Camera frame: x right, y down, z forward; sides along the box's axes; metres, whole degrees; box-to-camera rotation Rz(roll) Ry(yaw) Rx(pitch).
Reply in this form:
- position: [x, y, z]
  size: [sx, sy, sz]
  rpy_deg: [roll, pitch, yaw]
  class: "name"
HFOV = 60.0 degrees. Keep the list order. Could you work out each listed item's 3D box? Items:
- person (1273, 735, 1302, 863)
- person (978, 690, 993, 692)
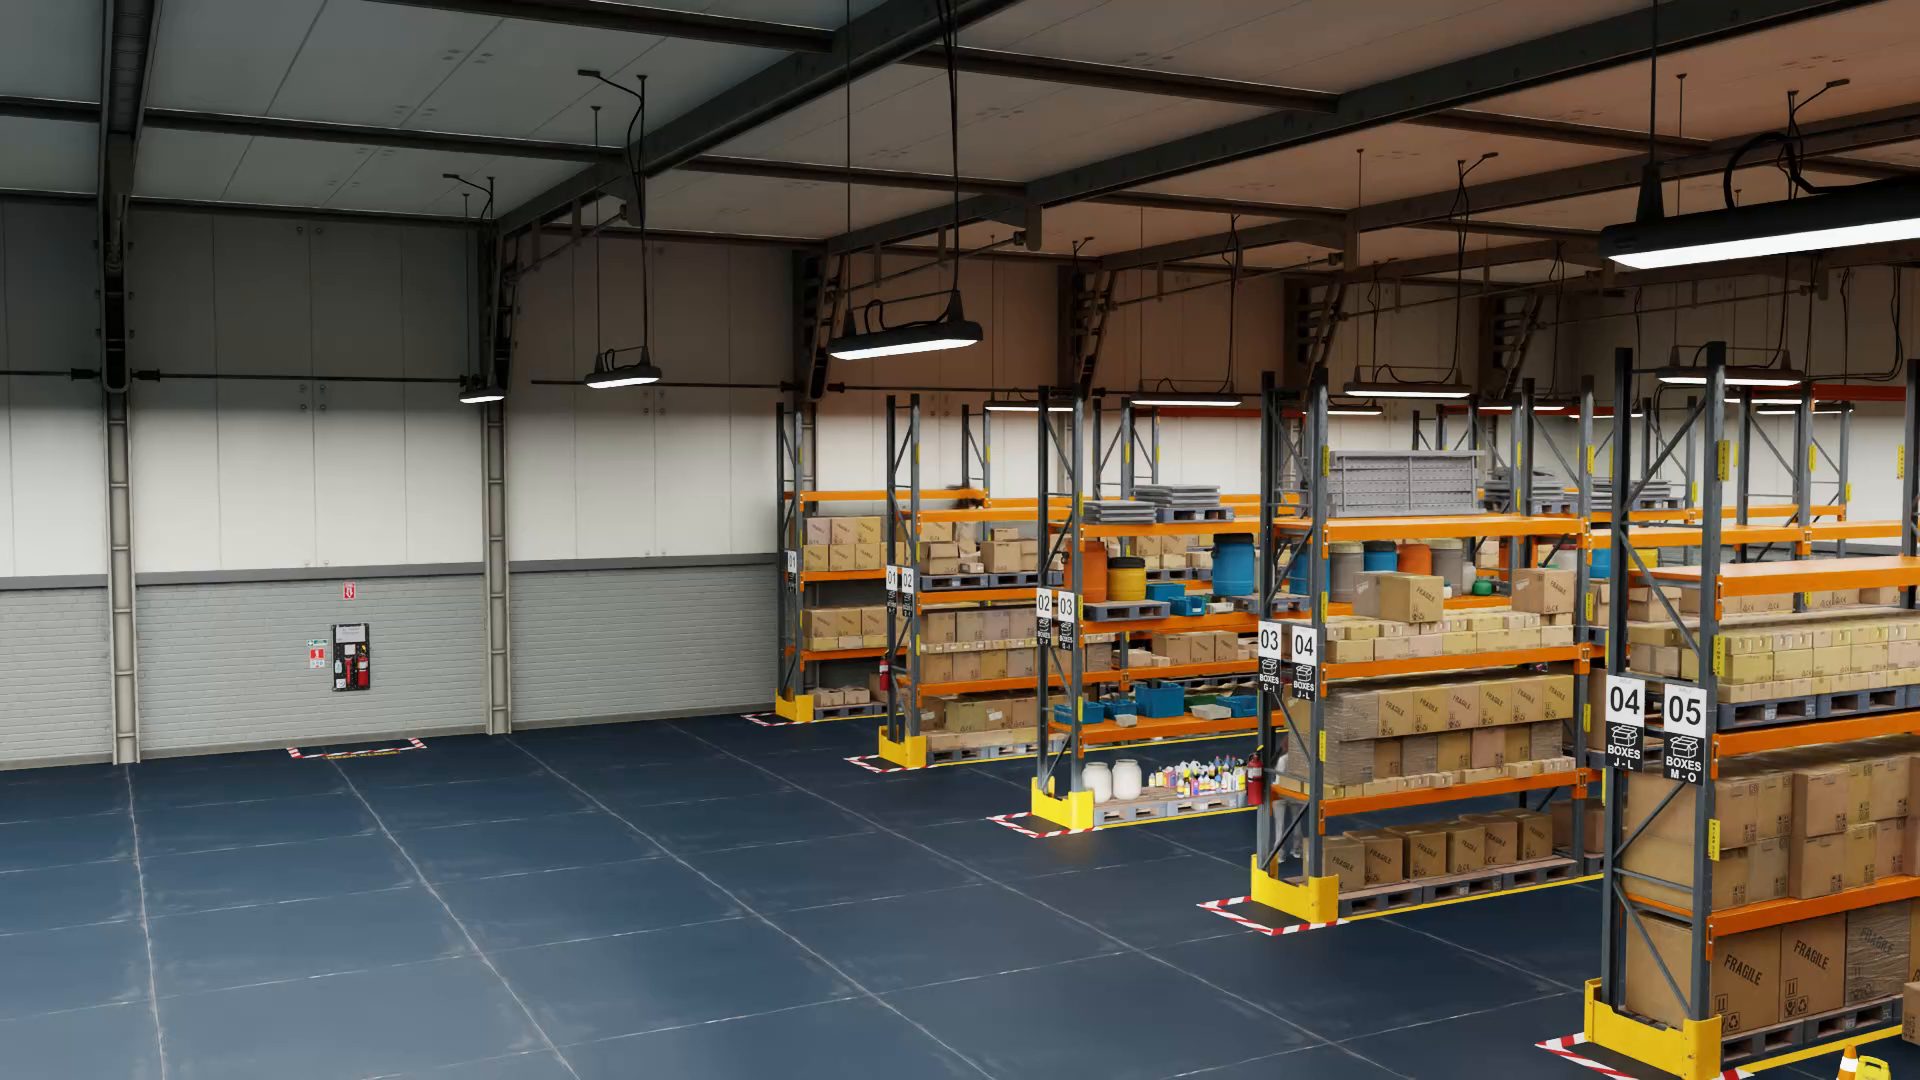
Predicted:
- position: [4.084, 3.201, 20.750]
  size: [0.448, 1.592, 0.512]
  rpy_deg: [-1, 3, -10]
  class: "person"
- position: [0.475, 2.506, 31.559]
  size: [0.525, 1.803, 0.564]
  rpy_deg: [1, 3, 21]
  class: "person"
